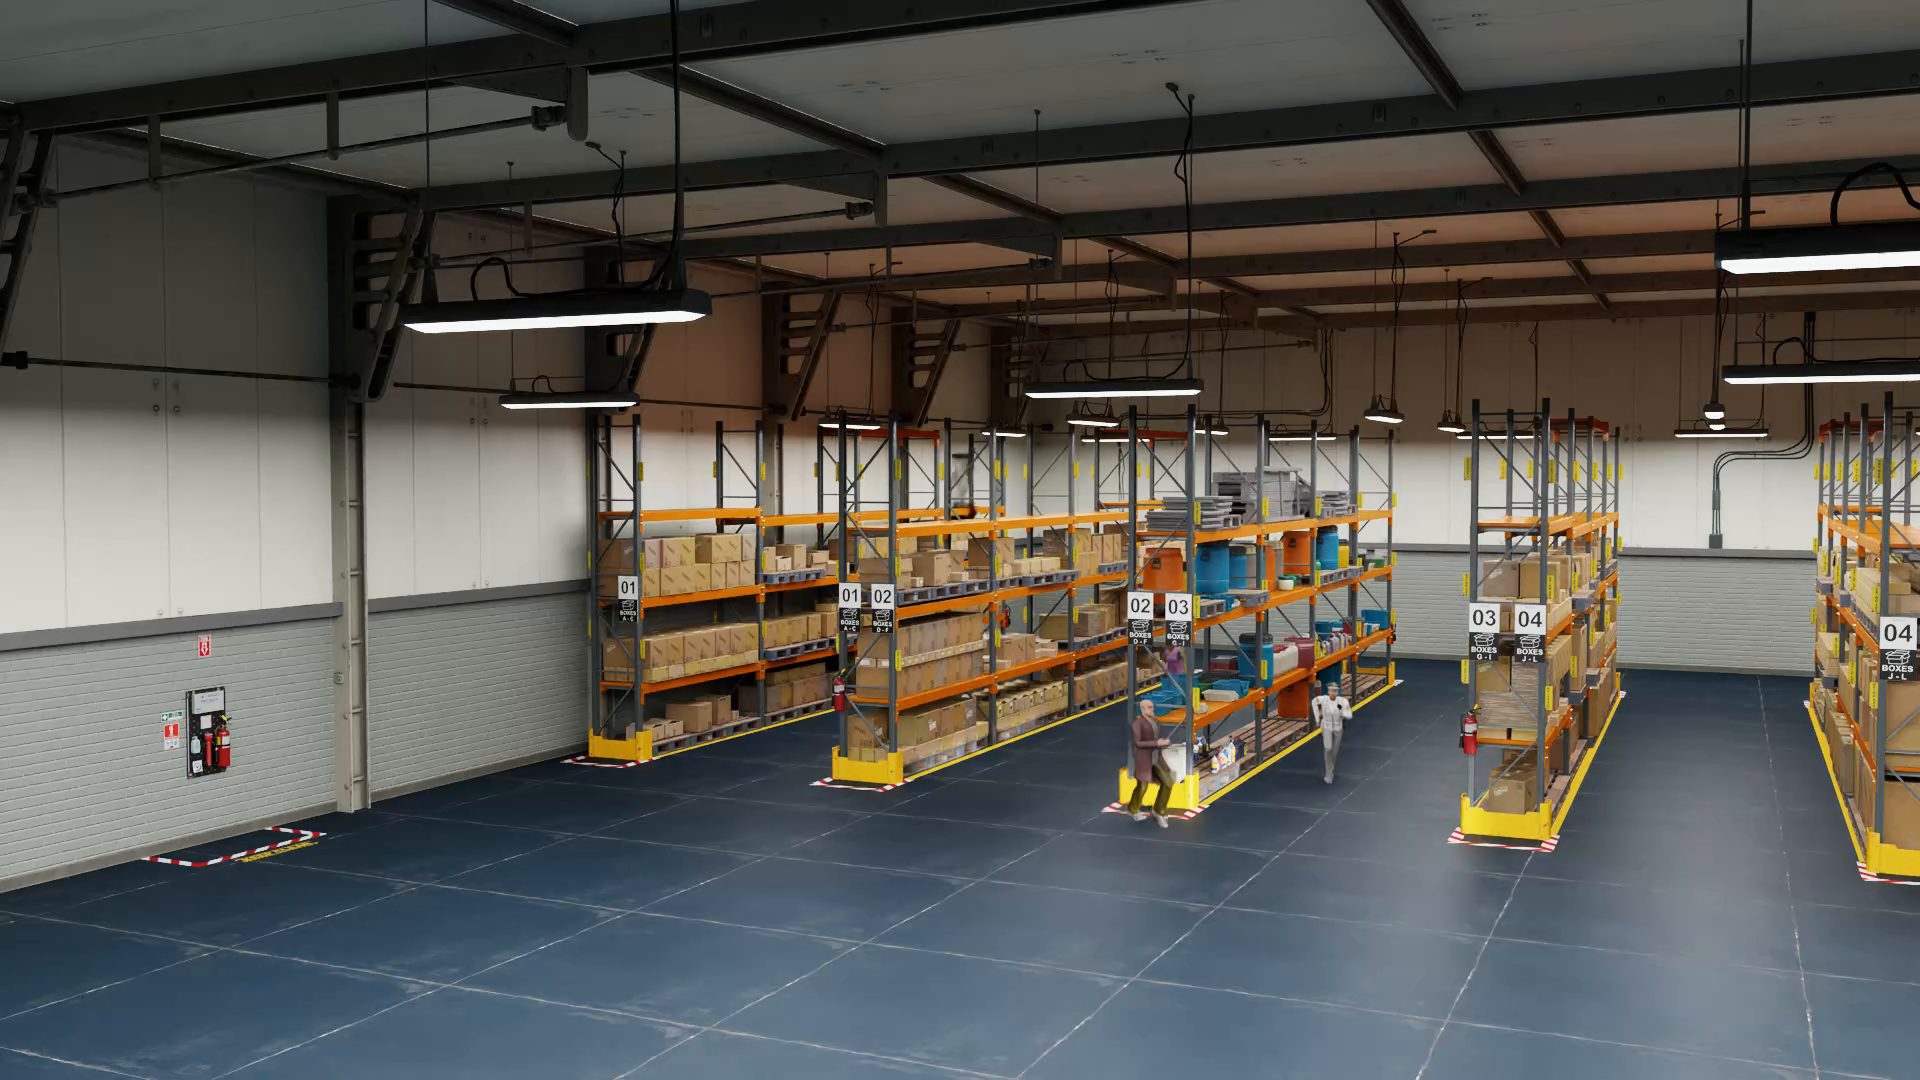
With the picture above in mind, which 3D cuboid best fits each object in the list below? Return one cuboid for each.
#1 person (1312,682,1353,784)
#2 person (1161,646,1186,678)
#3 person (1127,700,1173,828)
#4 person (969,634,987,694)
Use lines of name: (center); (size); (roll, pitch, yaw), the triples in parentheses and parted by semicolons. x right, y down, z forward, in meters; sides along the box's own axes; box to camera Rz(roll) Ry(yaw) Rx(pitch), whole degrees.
person: (5.981, 3.073, 26.749); (0.602, 1.647, 0.868); (0, 2, 5)
person: (4.496, 2.820, 34.785); (0.565, 1.563, 0.679); (1, 3, 23)
person: (2.646, 3.159, 23.476); (0.672, 1.834, 0.813); (-2, 3, -36)
person: (0.355, 2.639, 36.441); (0.683, 1.716, 0.917); (1, 3, 22)
